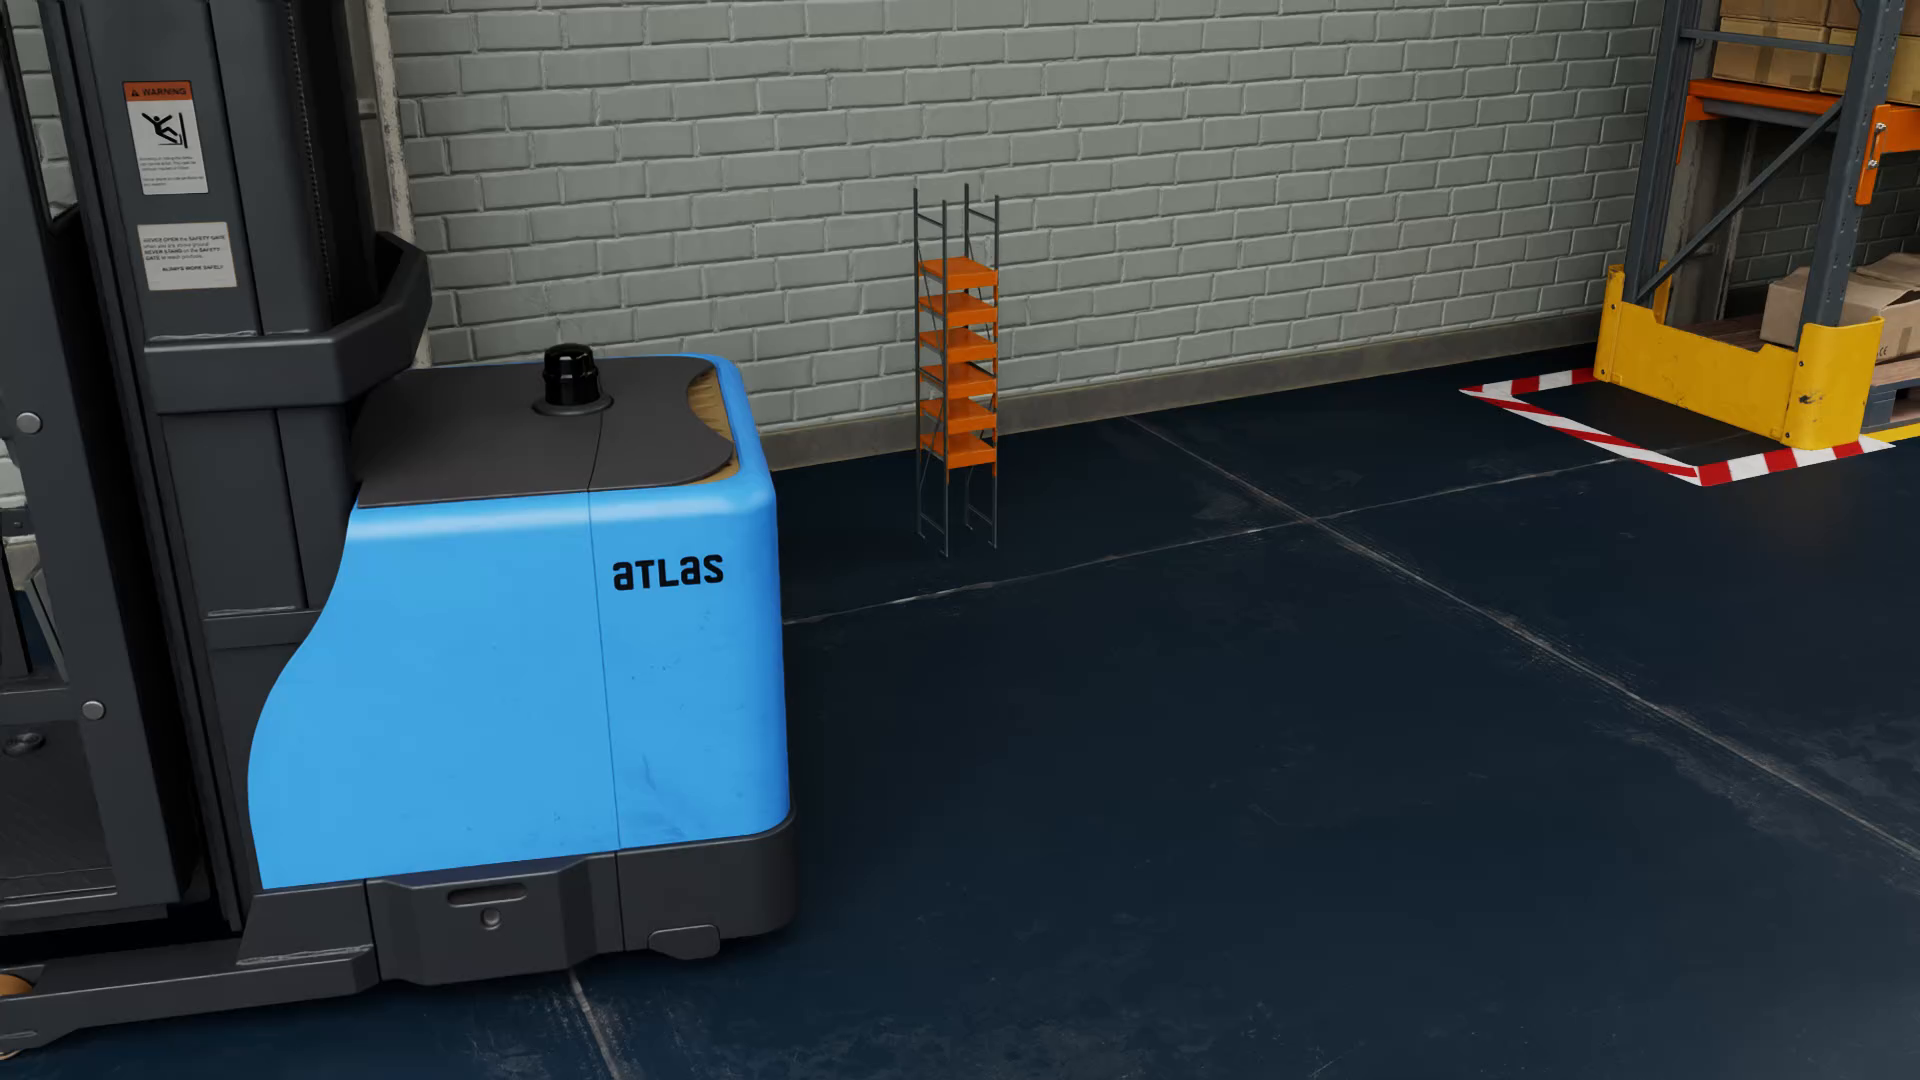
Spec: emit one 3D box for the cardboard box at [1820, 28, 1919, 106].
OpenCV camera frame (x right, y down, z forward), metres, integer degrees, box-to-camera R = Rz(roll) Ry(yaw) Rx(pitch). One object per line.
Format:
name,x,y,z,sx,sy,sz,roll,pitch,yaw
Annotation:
cardboard box,3.765,-1.863,6.498,0.500,0.250,0.500,-11,25,-25

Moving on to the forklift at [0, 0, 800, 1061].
forklift,-1.920,-0.534,3.208,3.031,2.935,1.130,-5,23,-11

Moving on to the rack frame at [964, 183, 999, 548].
rack frame,0.069,-0.567,5.551,0.006,1.200,0.240,-10,25,-24

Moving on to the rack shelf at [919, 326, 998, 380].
rack shelf,-0.013,-0.622,5.486,0.180,0.103,0.258,-10,25,-24

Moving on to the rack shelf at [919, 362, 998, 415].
rack shelf,-0.013,-0.511,5.532,0.180,0.103,0.258,-10,25,-24

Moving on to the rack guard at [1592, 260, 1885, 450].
rack guard,3.257,-0.809,7.050,0.348,0.500,1.175,-10,25,-24

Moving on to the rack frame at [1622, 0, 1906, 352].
rack frame,3.188,-1.951,6.541,0.127,3.000,1.000,-10,25,-24

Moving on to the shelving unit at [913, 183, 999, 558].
shelving unit,-0.013,-0.552,5.515,0.189,1.200,0.258,-10,25,-24

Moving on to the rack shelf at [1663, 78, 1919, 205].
rack shelf,4.990,-1.950,7.481,4.000,0.370,1.077,-10,25,-24

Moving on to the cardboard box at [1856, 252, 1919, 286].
cardboard box,4.364,-1.090,7.402,0.500,0.311,0.500,-8,24,-19

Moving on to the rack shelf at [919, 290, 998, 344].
rack shelf,-0.013,-0.733,5.440,0.180,0.103,0.258,-10,25,-24

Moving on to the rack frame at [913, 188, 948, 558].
rack frame,-0.095,-0.537,5.478,0.006,1.200,0.240,-10,25,-24

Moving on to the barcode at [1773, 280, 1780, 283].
barcode,3.693,-1.141,7.512,0.075,0.075,0.001,-10,25,-24

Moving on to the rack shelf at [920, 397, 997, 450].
rack shelf,-0.013,-0.400,5.578,0.180,0.103,0.258,-10,25,-24

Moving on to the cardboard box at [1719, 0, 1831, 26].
cardboard box,3.521,-2.389,6.789,0.500,0.500,0.500,-11,25,-24

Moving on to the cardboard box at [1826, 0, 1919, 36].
cardboard box,3.749,-2.213,6.364,0.500,0.500,0.500,-10,25,-24

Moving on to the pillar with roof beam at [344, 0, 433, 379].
pillar with roof beam,-0.096,-2.658,0.406,0.400,9.000,9.100,-10,25,-24

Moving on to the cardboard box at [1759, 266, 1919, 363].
cardboard box,3.851,-0.996,7.174,0.500,0.311,0.500,-14,26,-30

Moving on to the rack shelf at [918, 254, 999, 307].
rack shelf,-0.013,-0.844,5.394,0.180,0.103,0.258,-10,25,-24

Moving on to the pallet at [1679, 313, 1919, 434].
pallet,4.004,-0.798,7.401,1.213,0.211,1.003,-10,25,-24

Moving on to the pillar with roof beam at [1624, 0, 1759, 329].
pillar with roof beam,5.311,-3.654,2.811,0.400,9.000,9.100,-10,25,-24

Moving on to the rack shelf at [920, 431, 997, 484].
rack shelf,-0.013,-0.289,5.624,0.180,0.103,0.258,-10,25,-24

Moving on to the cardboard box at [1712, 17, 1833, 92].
cardboard box,3.525,-2.035,6.915,0.500,0.250,0.500,-10,25,-23
